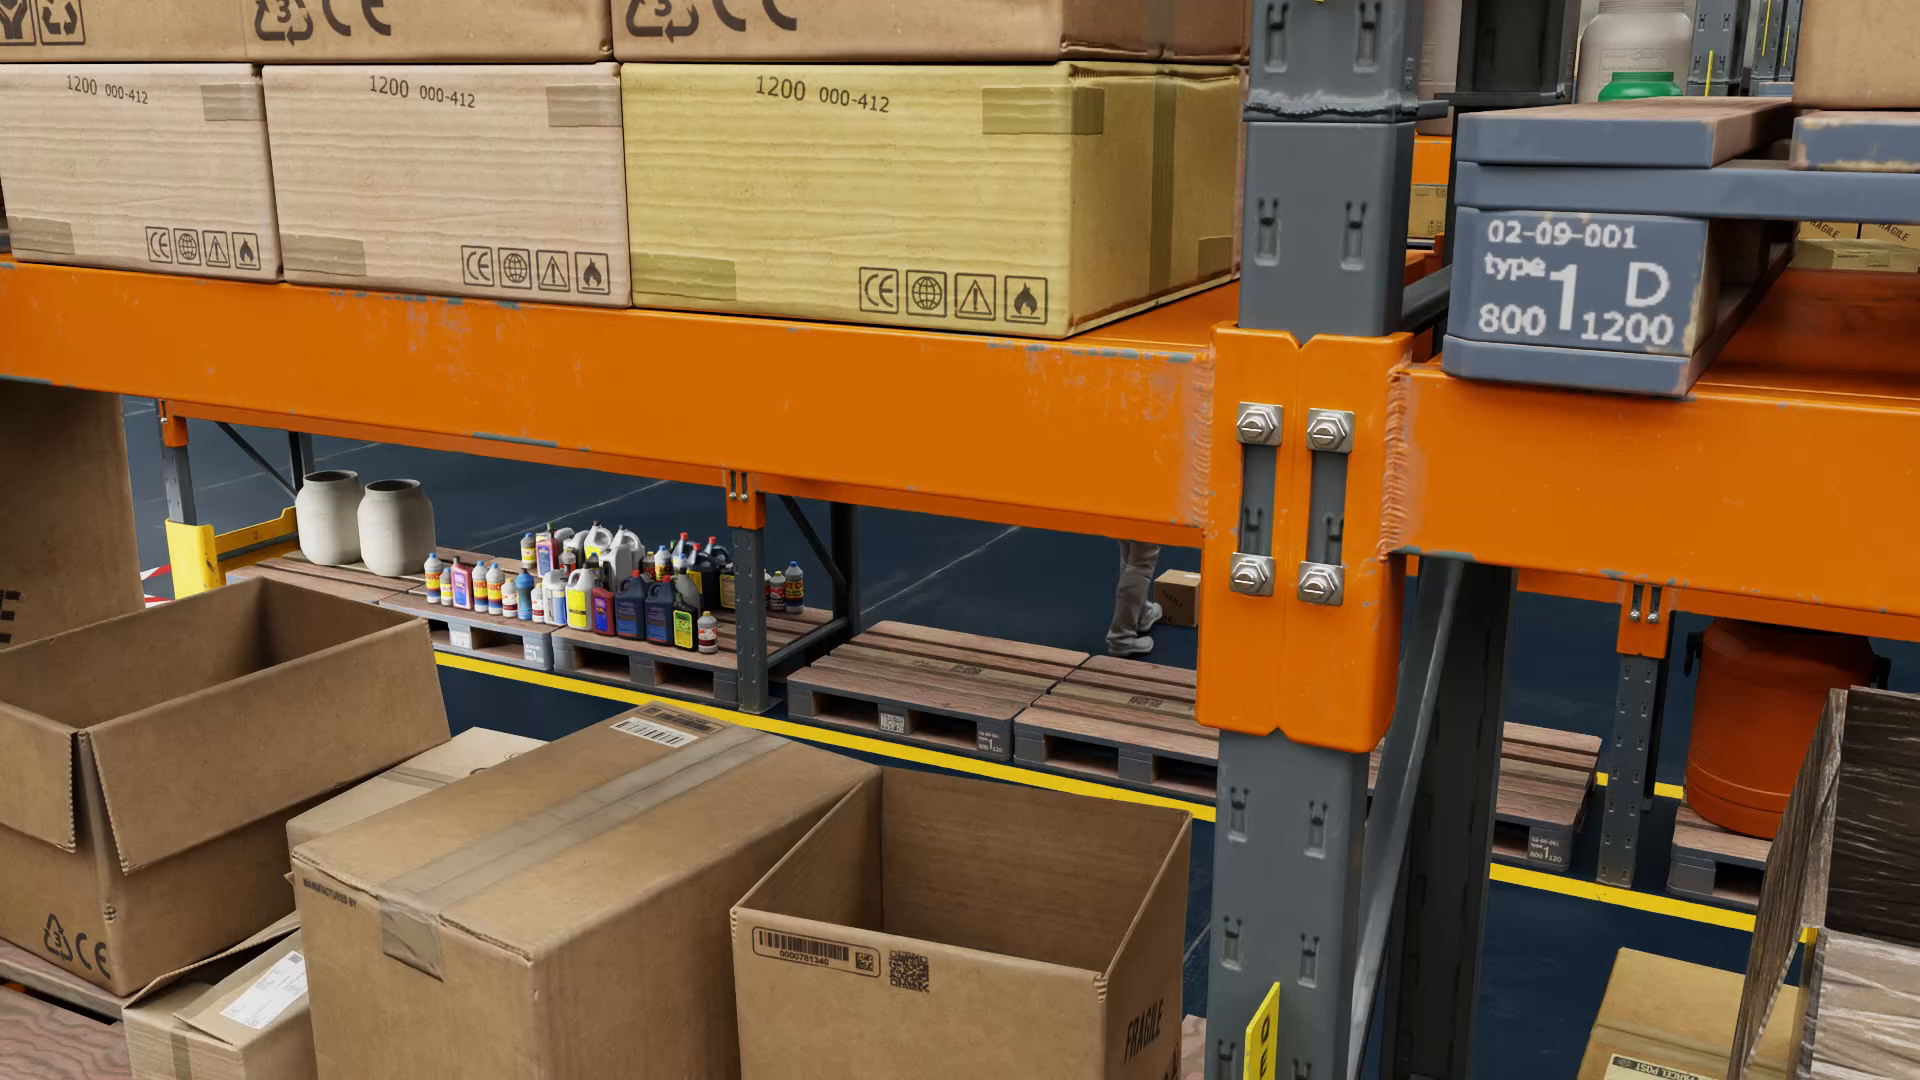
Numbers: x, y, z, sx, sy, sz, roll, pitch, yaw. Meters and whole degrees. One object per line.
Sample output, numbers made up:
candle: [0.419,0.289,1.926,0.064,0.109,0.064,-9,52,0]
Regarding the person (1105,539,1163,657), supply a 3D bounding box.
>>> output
person: [1.009,-0.277,8.949,0.761,1.738,0.628,-15,21,-42]
